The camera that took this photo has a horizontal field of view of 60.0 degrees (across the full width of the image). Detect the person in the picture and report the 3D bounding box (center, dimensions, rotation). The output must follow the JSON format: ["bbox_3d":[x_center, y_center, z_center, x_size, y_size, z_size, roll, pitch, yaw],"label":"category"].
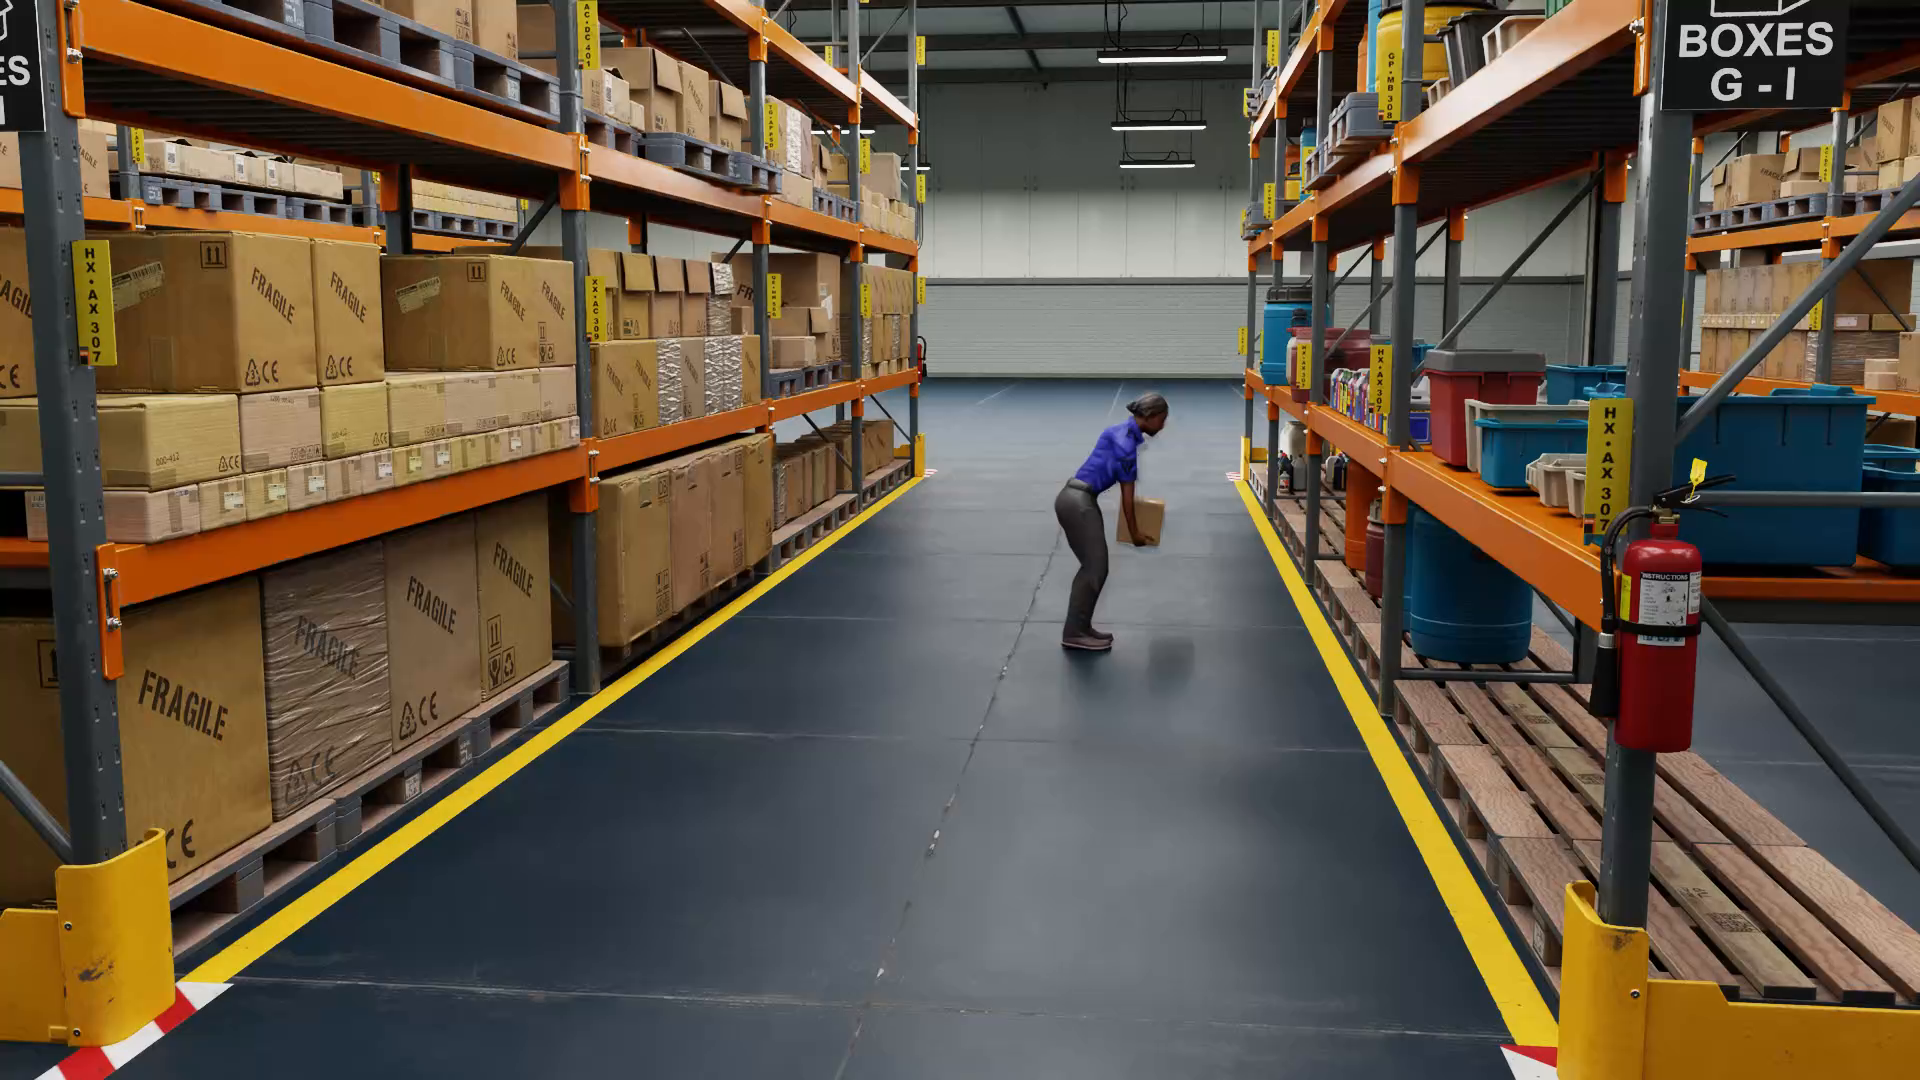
[{"bbox_3d":[0.887,-0.114,9.777,0.656,1.502,0.409,1,8,5],"label":"person"}]
